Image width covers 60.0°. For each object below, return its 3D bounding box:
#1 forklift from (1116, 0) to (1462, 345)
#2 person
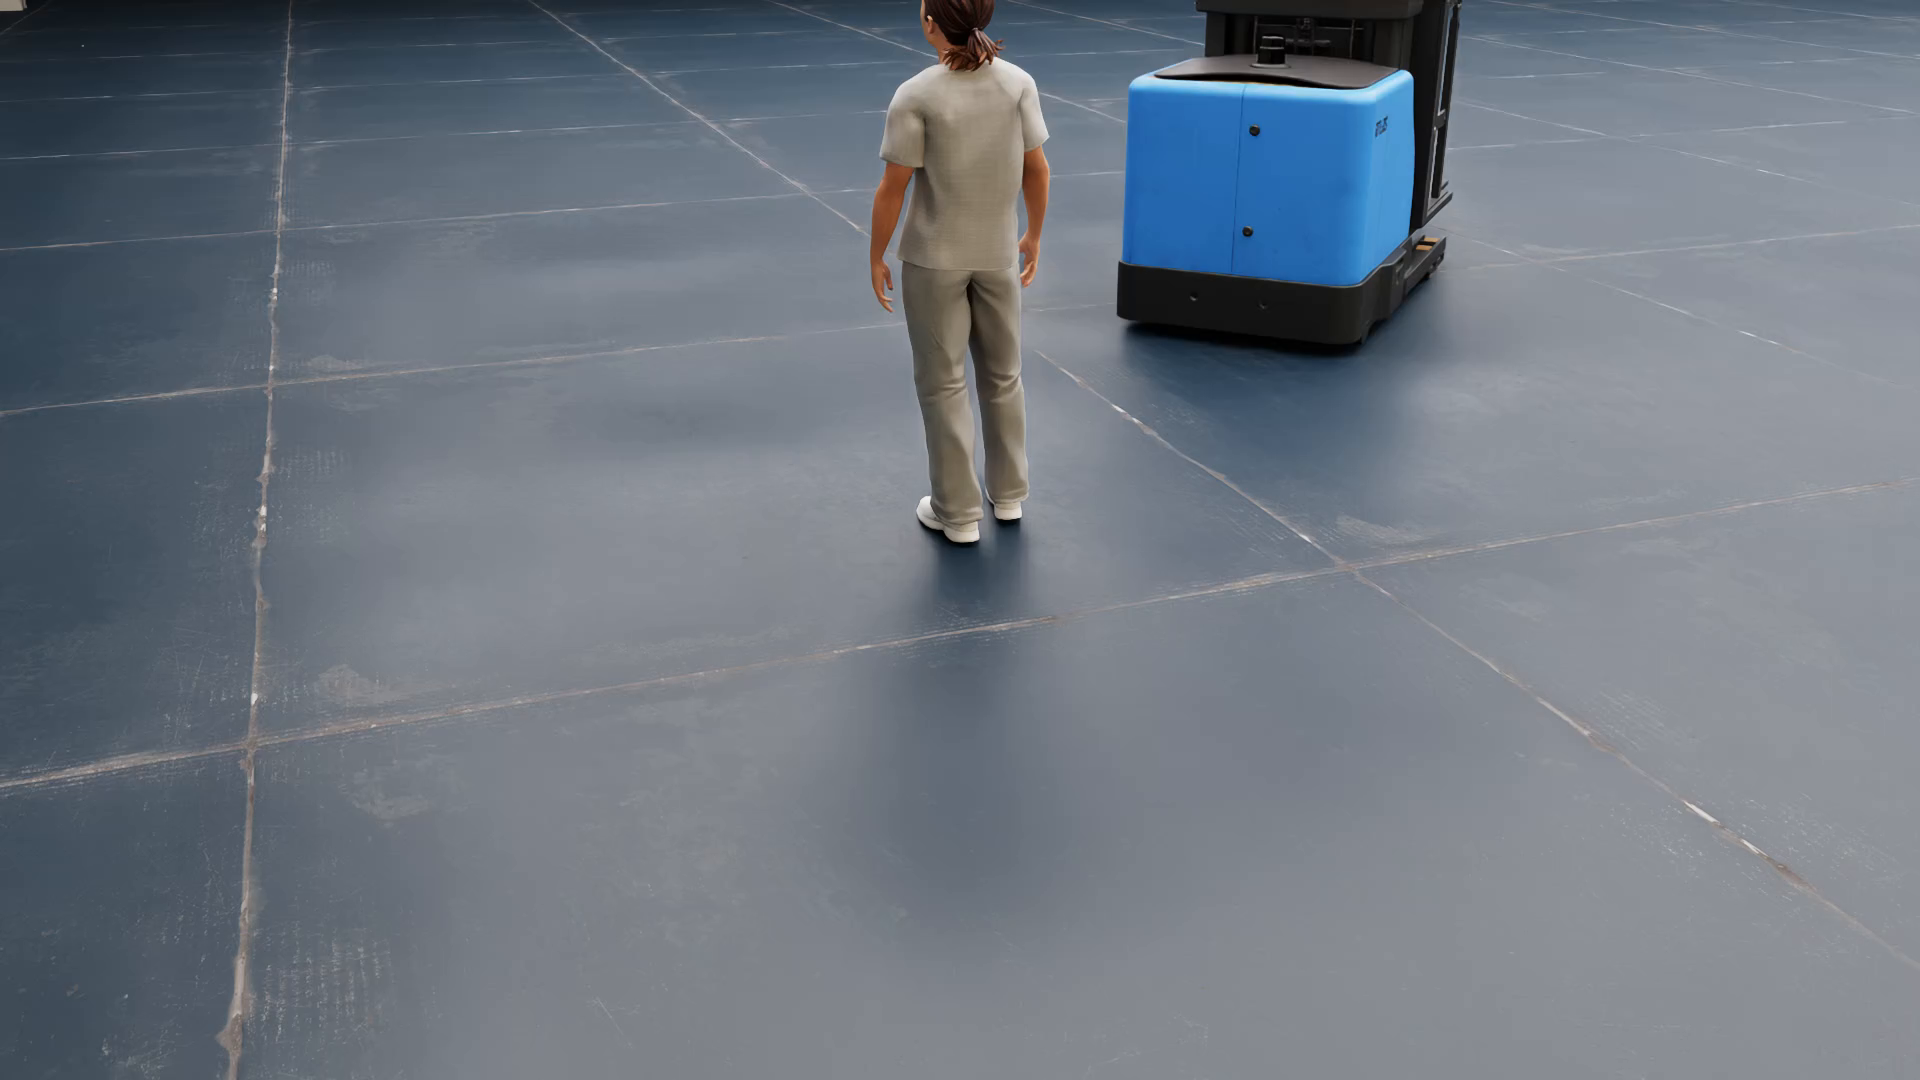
[{"bbox_3d":[1.768,-2.686,7.686,1.130,2.935,3.031,10,25,23],"label":"forklift"},{"bbox_3d":[-0.013,-0.807,4.820,0.550,1.675,0.549,-8,24,-18],"label":"person"}]
